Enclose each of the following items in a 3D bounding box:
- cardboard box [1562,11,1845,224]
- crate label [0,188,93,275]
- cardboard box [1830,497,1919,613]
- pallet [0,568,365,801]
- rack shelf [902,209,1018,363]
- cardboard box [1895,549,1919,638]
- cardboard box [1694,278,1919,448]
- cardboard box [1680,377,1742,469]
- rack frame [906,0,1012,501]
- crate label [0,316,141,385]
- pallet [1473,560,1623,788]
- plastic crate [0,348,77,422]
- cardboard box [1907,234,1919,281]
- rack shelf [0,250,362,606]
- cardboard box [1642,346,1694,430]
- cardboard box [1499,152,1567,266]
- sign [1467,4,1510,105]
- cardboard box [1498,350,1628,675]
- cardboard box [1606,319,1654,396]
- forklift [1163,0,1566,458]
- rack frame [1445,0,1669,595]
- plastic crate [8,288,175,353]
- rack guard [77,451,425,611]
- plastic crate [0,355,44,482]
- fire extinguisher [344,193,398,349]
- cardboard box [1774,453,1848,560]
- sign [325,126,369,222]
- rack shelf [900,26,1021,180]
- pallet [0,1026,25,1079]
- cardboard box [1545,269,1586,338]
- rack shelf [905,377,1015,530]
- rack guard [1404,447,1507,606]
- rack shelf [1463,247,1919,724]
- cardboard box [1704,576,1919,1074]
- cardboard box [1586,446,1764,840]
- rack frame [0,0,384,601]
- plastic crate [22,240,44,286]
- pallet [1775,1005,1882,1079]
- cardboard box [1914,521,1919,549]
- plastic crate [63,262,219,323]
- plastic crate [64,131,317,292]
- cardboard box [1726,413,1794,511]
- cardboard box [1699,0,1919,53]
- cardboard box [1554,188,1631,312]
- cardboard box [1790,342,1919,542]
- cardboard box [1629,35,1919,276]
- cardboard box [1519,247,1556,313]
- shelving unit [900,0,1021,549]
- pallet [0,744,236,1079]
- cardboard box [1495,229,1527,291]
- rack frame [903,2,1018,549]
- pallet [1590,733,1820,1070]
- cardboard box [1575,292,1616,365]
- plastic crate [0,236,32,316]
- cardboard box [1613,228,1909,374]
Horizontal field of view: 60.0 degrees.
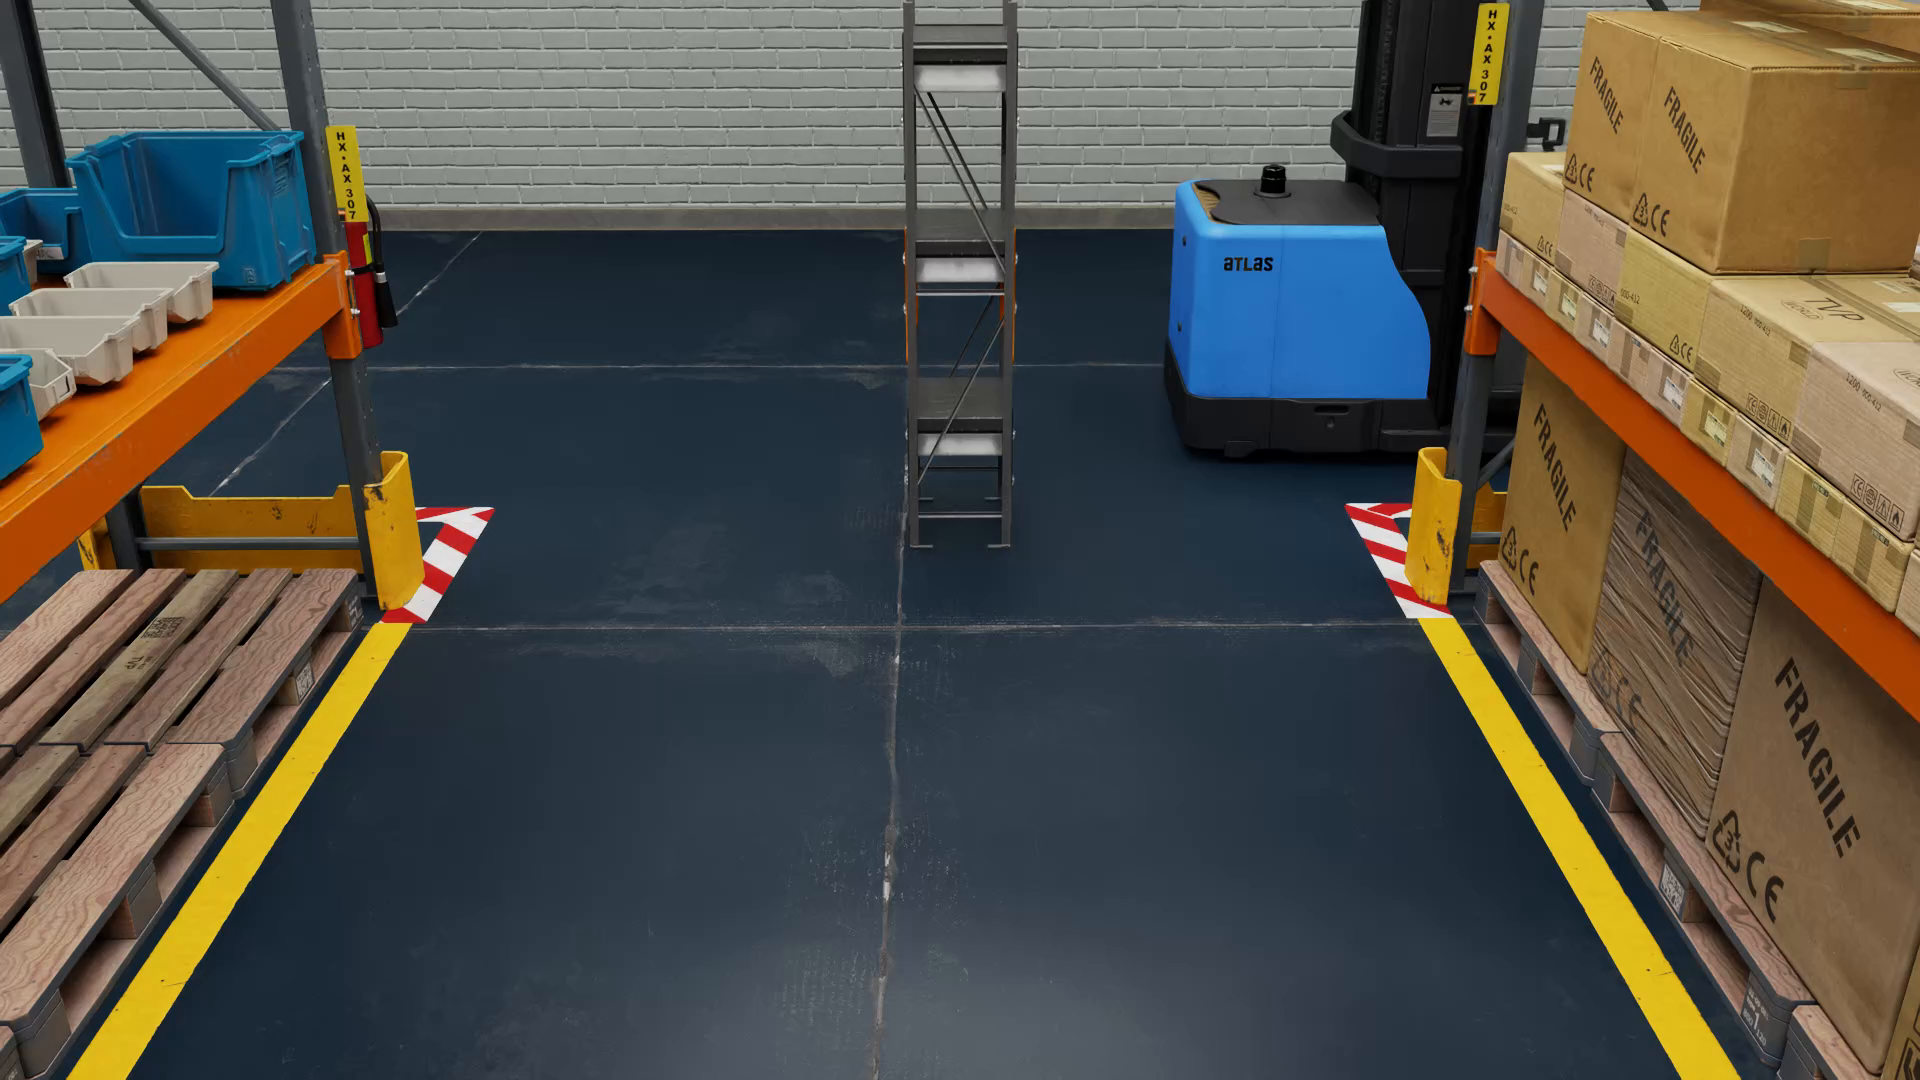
[{"bbox_3d":[2.055,-1.190,4.652,0.500,0.500,0.500,-1,24,-2],"label":"cardboard box"},{"bbox_3d":[-2.965,-1.011,5.477,0.416,0.233,0.303,0,24,-1],"label":"crate label"},{"bbox_3d":[2.015,0.029,3.352,0.380,0.149,0.250,0,24,0],"label":"cardboard box"},{"bbox_3d":[-2.669,0.447,5.506,1.003,0.211,1.213,0,24,-1],"label":"pallet"},{"bbox_3d":[-0.002,-1.012,6.474,0.431,0.518,0.480,0,24,-1],"label":"rack shelf"},{"bbox_3d":[2.018,0.135,3.117,0.380,0.149,0.250,0,24,0],"label":"cardboard box"},{"bbox_3d":[2.074,-0.418,3.855,0.500,0.250,0.500,-1,24,-2],"label":"cardboard box"},{"bbox_3d":[2.006,-0.290,4.056,0.380,0.149,0.250,-1,24,-2],"label":"cardboard box"},{"bbox_3d":[-0.004,-1.125,6.690,0.400,2.100,0.015,0,24,-1],"label":"rack frame"},{"bbox_3d":[-2.433,-0.501,4.466,0.396,0.136,0.243,0,24,-1],"label":"crate label"},{"bbox_3d":[2.401,0.414,5.579,1.003,0.211,1.213,0,24,-1],"label":"pallet"},{"bbox_3d":[-2.411,-0.380,4.196,0.298,0.136,0.250,0,24,-1],"label":"plastic crate"},{"bbox_3d":[2.595,-0.636,4.337,0.500,0.250,0.500,-1,24,-2],"label":"cardboard box"},{"bbox_3d":[-2.617,-0.012,4.009,1.077,0.370,4.000,0,24,-1],"label":"rack shelf"},{"bbox_3d":[2.004,-0.394,4.286,0.380,0.149,0.250,-1,24,-1],"label":"cardboard box"},{"bbox_3d":[2.049,-1.054,5.262,0.500,0.250,0.500,-1,24,-2],"label":"cardboard box"},{"bbox_3d":[1.759,-1.616,5.537,0.100,0.325,0.005,0,24,-1],"label":"sign"},{"bbox_3d":[2.401,-0.146,5.501,0.875,0.875,0.875,0,24,-1],"label":"cardboard box"},{"bbox_3d":[2.001,-0.500,4.521,0.380,0.149,0.250,-1,24,-2],"label":"cardboard box"},{"bbox_3d":[2.530,-1.887,7.365,3.031,2.935,1.130,0,24,1],"label":"forklift"},{"bbox_3d":[2.314,-1.186,5.732,1.000,3.000,0.127,0,24,-1],"label":"rack frame"},{"bbox_3d":[-2.460,-0.616,4.719,0.396,0.136,0.243,0,24,-1],"label":"plastic crate"},{"bbox_3d":[-2.652,-0.035,6.220,1.175,0.500,0.348,0,24,-1],"label":"rack guard"},{"bbox_3d":[-2.360,-0.270,3.836,0.416,0.233,0.300,0,24,-1],"label":"plastic crate"},{"bbox_3d":[-2.186,-1.023,5.918,0.296,0.674,0.183,0,24,-1],"label":"fire extinguisher"},{"bbox_3d":[2.012,-0.077,3.585,0.380,0.149,0.250,-1,24,-1],"label":"cardboard box"},{"bbox_3d":[-2.089,-1.247,5.669,0.100,0.325,0.005,0,24,-1],"label":"sign"},{"bbox_3d":[-0.002,-1.650,6.185,0.431,0.518,0.480,0,24,-1],"label":"rack shelf"},{"bbox_3d":[-2.642,1.452,3.283,1.003,0.211,1.213,0,24,-1],"label":"pallet"},{"bbox_3d":[1.995,-0.712,4.990,0.380,0.149,0.250,-1,24,-2],"label":"cardboard box"},{"bbox_3d":[-0.002,-0.375,6.762,0.431,0.518,0.480,0,24,-1],"label":"rack shelf"},{"bbox_3d":[2.314,-0.057,6.269,1.175,0.500,0.348,0,24,-1],"label":"rack guard"},{"bbox_3d":[2.336,-0.034,4.058,1.077,0.370,4.000,0,24,-1],"label":"rack shelf"},{"bbox_3d":[2.420,0.596,3.861,0.875,0.875,0.875,0,24,-1],"label":"cardboard box"},{"bbox_3d":[2.411,0.229,4.672,0.875,0.875,0.875,0,24,-1],"label":"cardboard box"},{"bbox_3d":[-2.639,-1.164,5.683,1.000,3.000,0.127,0,24,-1],"label":"rack frame"},{"bbox_3d":[-3.045,-0.835,5.204,0.250,0.136,0.298,0,24,-1],"label":"plastic crate"},{"bbox_3d":[2.427,1.419,3.356,1.003,0.211,1.213,0,24,-1],"label":"pallet"},{"bbox_3d":[2.082,0.001,2.928,0.500,0.250,0.500,0,24,1],"label":"cardboard box"},{"bbox_3d":[-2.449,-0.736,4.984,0.396,0.136,0.243,0,24,-1],"label":"plastic crate"},{"bbox_3d":[-2.448,-1.070,5.360,0.616,0.435,0.499,0,24,-1],"label":"plastic crate"},{"bbox_3d":[2.011,-0.182,3.817,0.380,0.149,0.250,0,24,0],"label":"cardboard box"},{"bbox_3d":[2.582,-1.395,5.106,0.500,0.500,0.500,0,24,0],"label":"cardboard box"},{"bbox_3d":[2.061,-0.840,4.788,0.500,0.250,0.500,-1,24,-1],"label":"cardboard box"},{"bbox_3d":[2.076,-0.209,3.393,0.500,0.250,0.500,0,24,1],"label":"cardboard box"},{"bbox_3d":[2.066,-0.976,4.180,0.500,0.500,0.500,-1,24,-2],"label":"cardboard box"},{"bbox_3d":[1.992,-0.818,5.223,0.380,0.149,0.250,-1,24,-1],"label":"cardboard box"},{"bbox_3d":[-0.002,-1.025,6.468,0.431,2.100,0.503,0,24,-1],"label":"shelving unit"},{"bbox_3d":[-2.658,0.948,4.397,1.003,0.211,1.213,0,24,-1],"label":"pallet"},{"bbox_3d":[1.988,-0.924,5.457,0.380,0.149,0.250,0,24,0],"label":"cardboard box"},{"bbox_3d":[0.001,-0.924,6.246,0.400,2.100,0.015,0,24,-1],"label":"rack frame"},{"bbox_3d":[2.411,0.915,4.470,1.003,0.211,1.213,0,24,-1],"label":"pallet"},{"bbox_3d":[1.999,-0.605,4.752,0.380,0.149,0.250,-1,24,-1],"label":"cardboard box"},{"bbox_3d":[-2.958,-0.740,4.877,0.416,0.233,0.300,0,24,-1],"label":"plastic crate"},{"bbox_3d":[2.063,-0.633,4.330,0.500,0.250,0.500,-1,24,-2],"label":"cardboard box"}]
